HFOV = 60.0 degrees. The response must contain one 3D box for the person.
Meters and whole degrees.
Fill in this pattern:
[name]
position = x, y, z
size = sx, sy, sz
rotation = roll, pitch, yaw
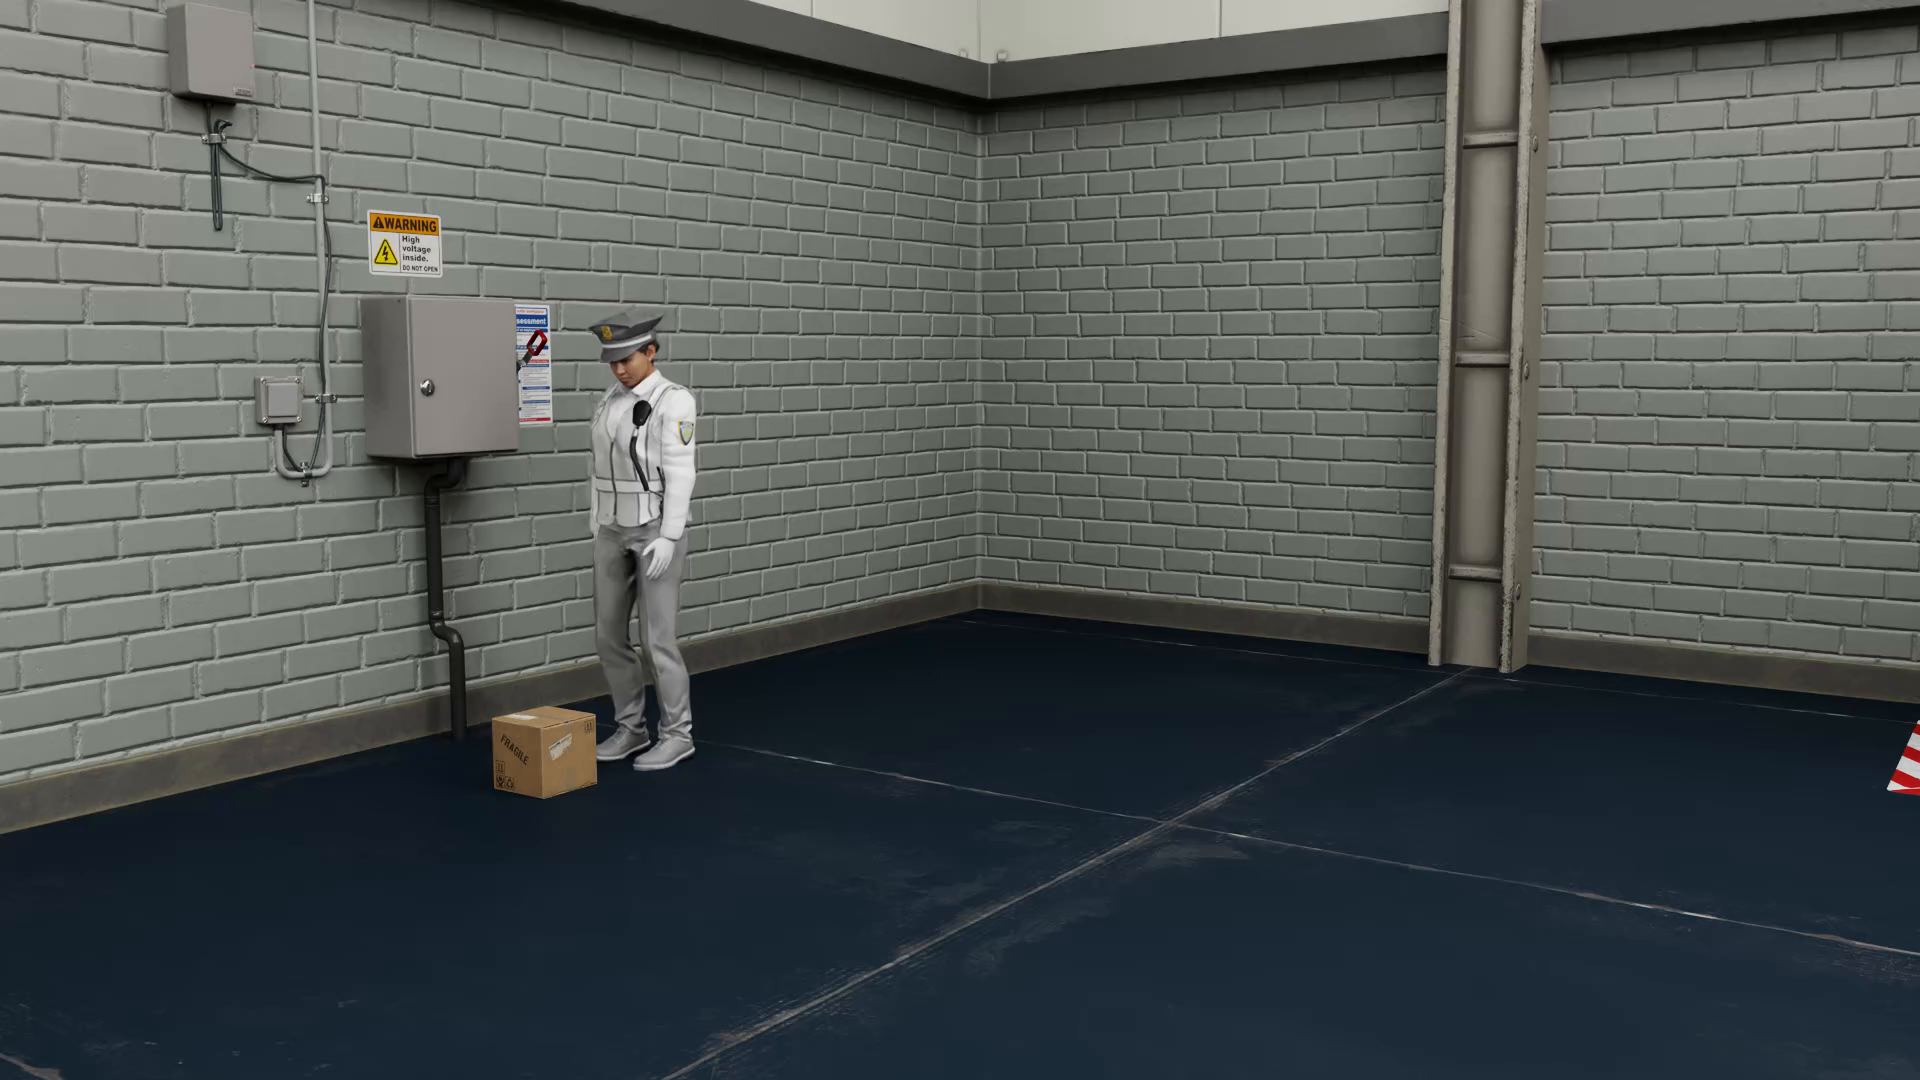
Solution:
[person]
position = -1.159, 0.136, 6.100
size = 0.479, 1.381, 0.328
rotation = 4, 8, 35
